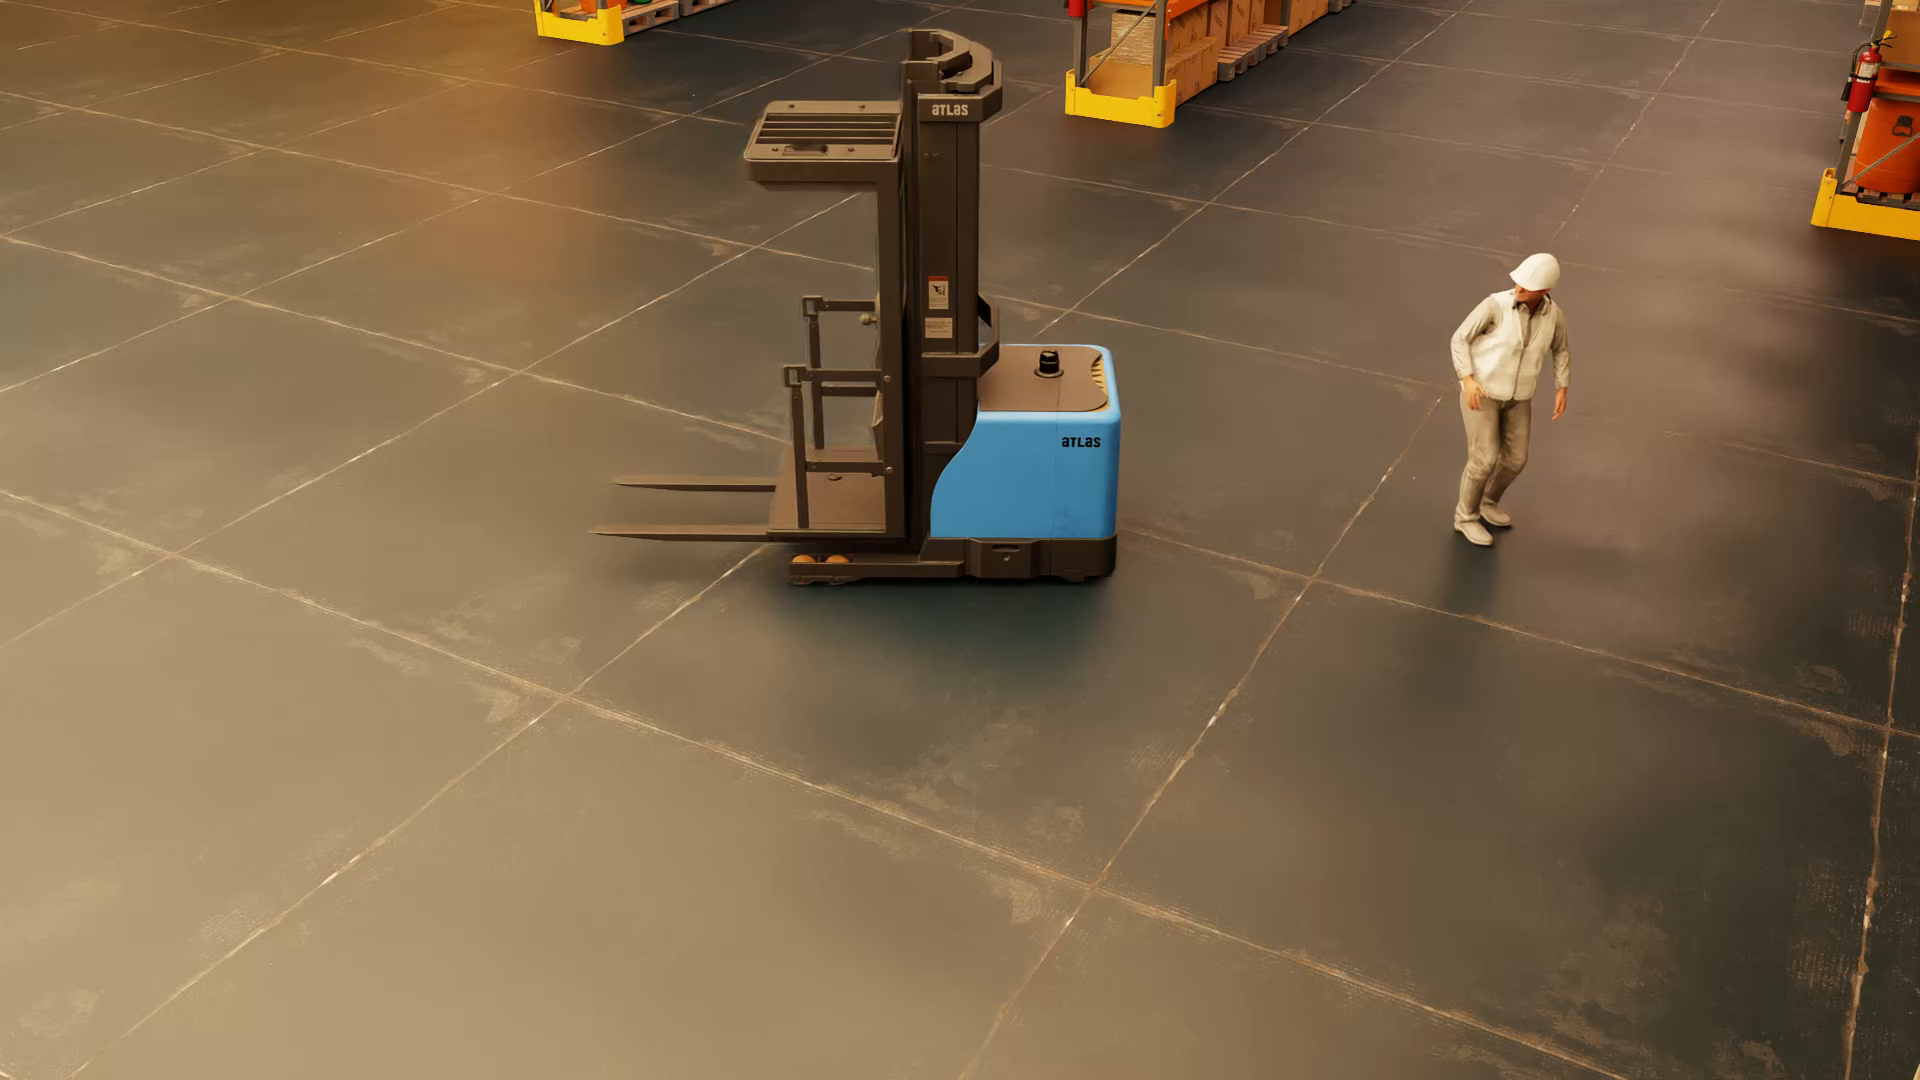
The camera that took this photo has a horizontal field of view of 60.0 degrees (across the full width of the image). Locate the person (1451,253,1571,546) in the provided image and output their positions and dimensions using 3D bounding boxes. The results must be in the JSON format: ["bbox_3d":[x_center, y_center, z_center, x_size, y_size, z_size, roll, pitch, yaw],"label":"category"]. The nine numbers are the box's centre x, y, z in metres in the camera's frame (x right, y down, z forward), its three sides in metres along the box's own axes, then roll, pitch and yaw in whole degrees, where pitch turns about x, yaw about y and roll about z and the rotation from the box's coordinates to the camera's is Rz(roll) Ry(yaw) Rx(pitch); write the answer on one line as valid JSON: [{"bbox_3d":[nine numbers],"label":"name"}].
[{"bbox_3d":[3.236,-0.845,9.734,0.726,1.744,0.513,-8,31,-13],"label":"person"}]

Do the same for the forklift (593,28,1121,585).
[{"bbox_3d":[-0.610,-1.275,9.279,3.031,2.935,1.130,0,30,1],"label":"forklift"}]
